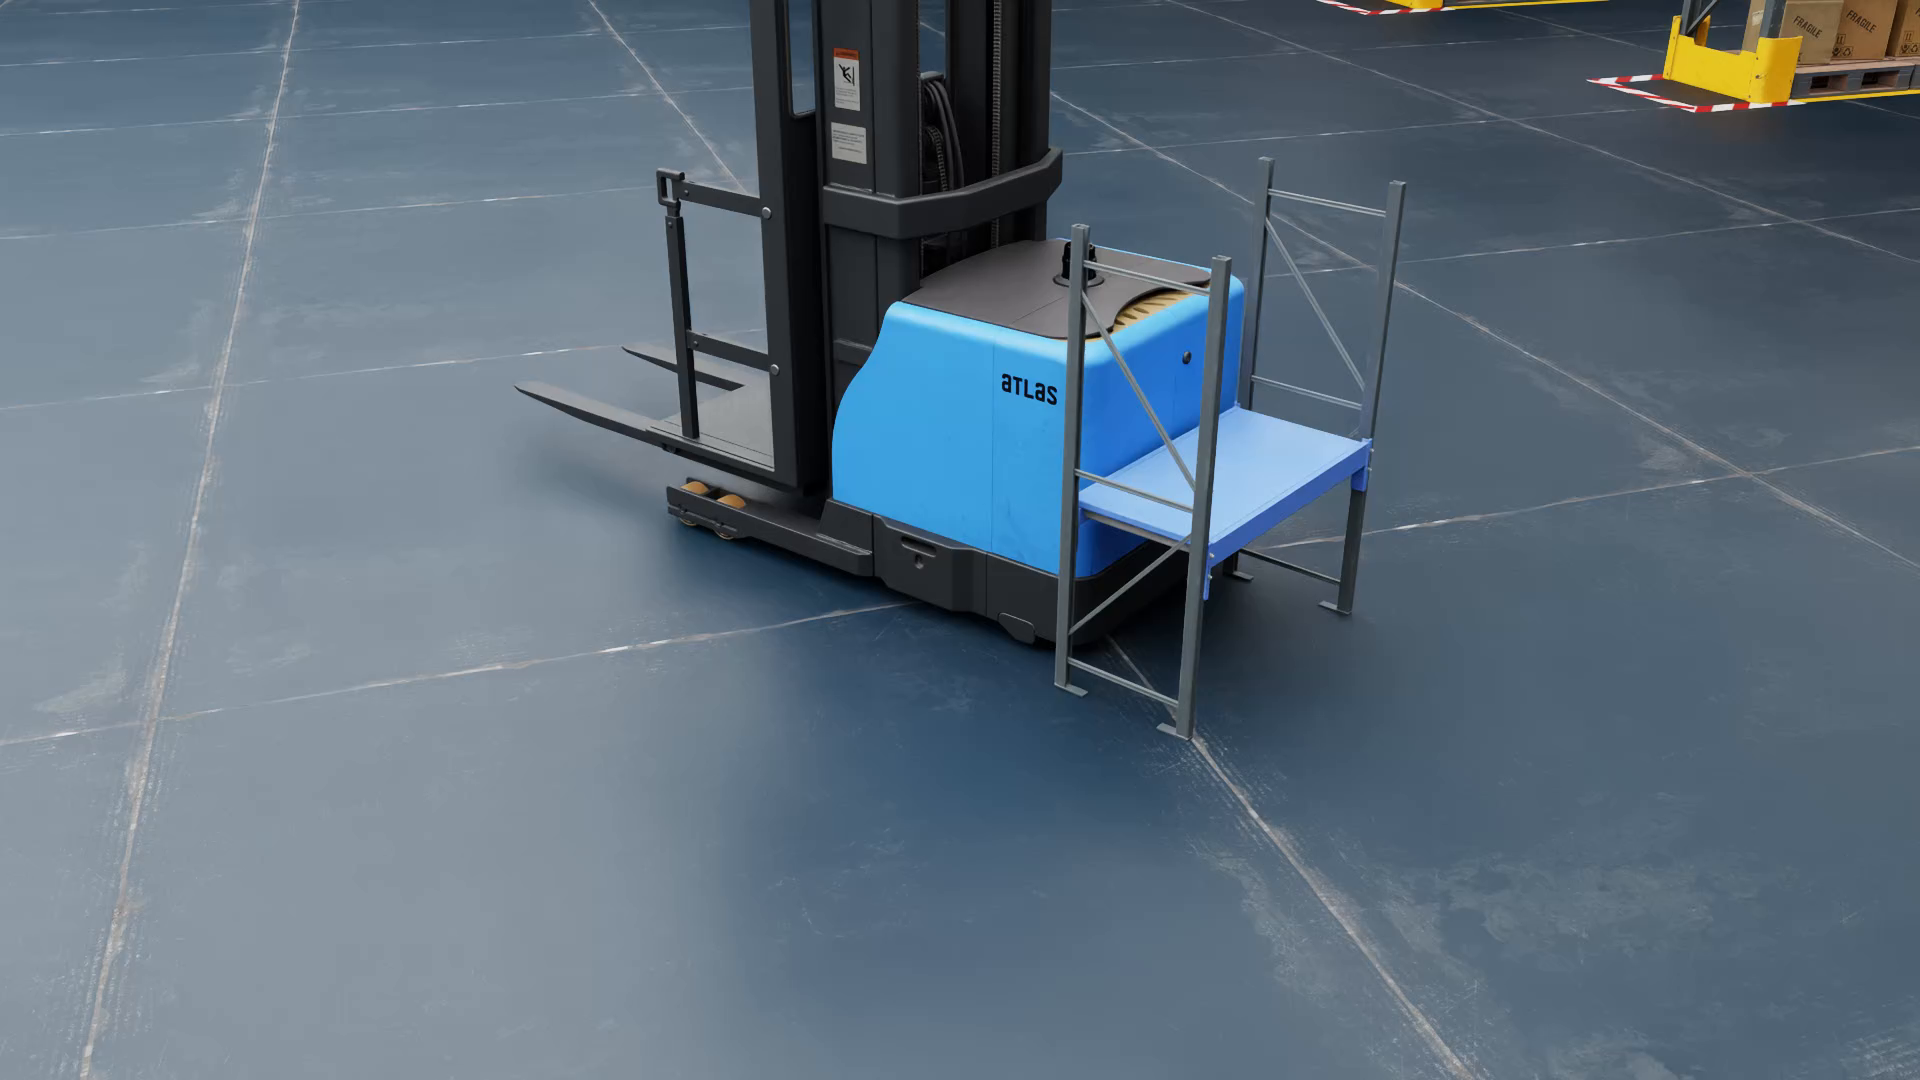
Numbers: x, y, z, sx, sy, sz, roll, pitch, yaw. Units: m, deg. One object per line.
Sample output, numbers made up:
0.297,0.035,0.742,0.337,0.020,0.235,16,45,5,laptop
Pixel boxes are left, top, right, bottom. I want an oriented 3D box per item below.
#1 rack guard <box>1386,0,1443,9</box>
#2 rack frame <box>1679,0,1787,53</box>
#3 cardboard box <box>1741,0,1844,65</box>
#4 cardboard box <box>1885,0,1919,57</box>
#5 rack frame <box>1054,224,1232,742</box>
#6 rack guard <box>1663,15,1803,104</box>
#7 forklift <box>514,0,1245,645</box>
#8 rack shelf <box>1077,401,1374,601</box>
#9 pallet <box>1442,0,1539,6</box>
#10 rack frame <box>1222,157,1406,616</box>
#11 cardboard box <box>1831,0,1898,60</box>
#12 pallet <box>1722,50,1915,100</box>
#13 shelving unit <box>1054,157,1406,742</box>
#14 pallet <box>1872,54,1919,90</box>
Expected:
4.783,-6.080,17.934,0.348,0.500,1.175,-8,28,-16,rack guard
6.259,-5.075,13.099,0.127,3.000,1.000,-8,28,-16,rack frame
6.858,-4.222,13.720,0.500,0.500,0.500,-3,27,-7,cardboard box
8.017,-4.397,14.073,0.500,0.500,0.500,-6,27,-11,cardboard box
0.508,-0.138,4.836,0.500,1.500,0.032,21,33,35,rack frame
6.332,-3.966,13.676,0.348,0.500,1.175,-8,28,-16,rack guard
-0.495,-1.481,5.937,3.031,2.935,1.130,19,32,33,forklift
0.830,-0.151,5.268,0.538,0.185,1.000,21,33,35,rack shelf
5.557,-6.060,18.219,1.213,0.211,1.003,-8,28,-16,pallet
1.155,-0.486,5.538,0.500,1.500,0.032,21,33,35,rack frame
7.416,-4.319,13.915,0.500,0.500,0.500,-1,26,-3,cardboard box
7.115,-3.933,13.935,1.213,0.211,1.003,-8,28,-16,pallet
0.831,-0.312,5.187,0.538,1.500,1.048,21,33,35,shelving unit
8.273,-4.100,14.271,1.213,0.211,1.003,-8,28,-16,pallet
